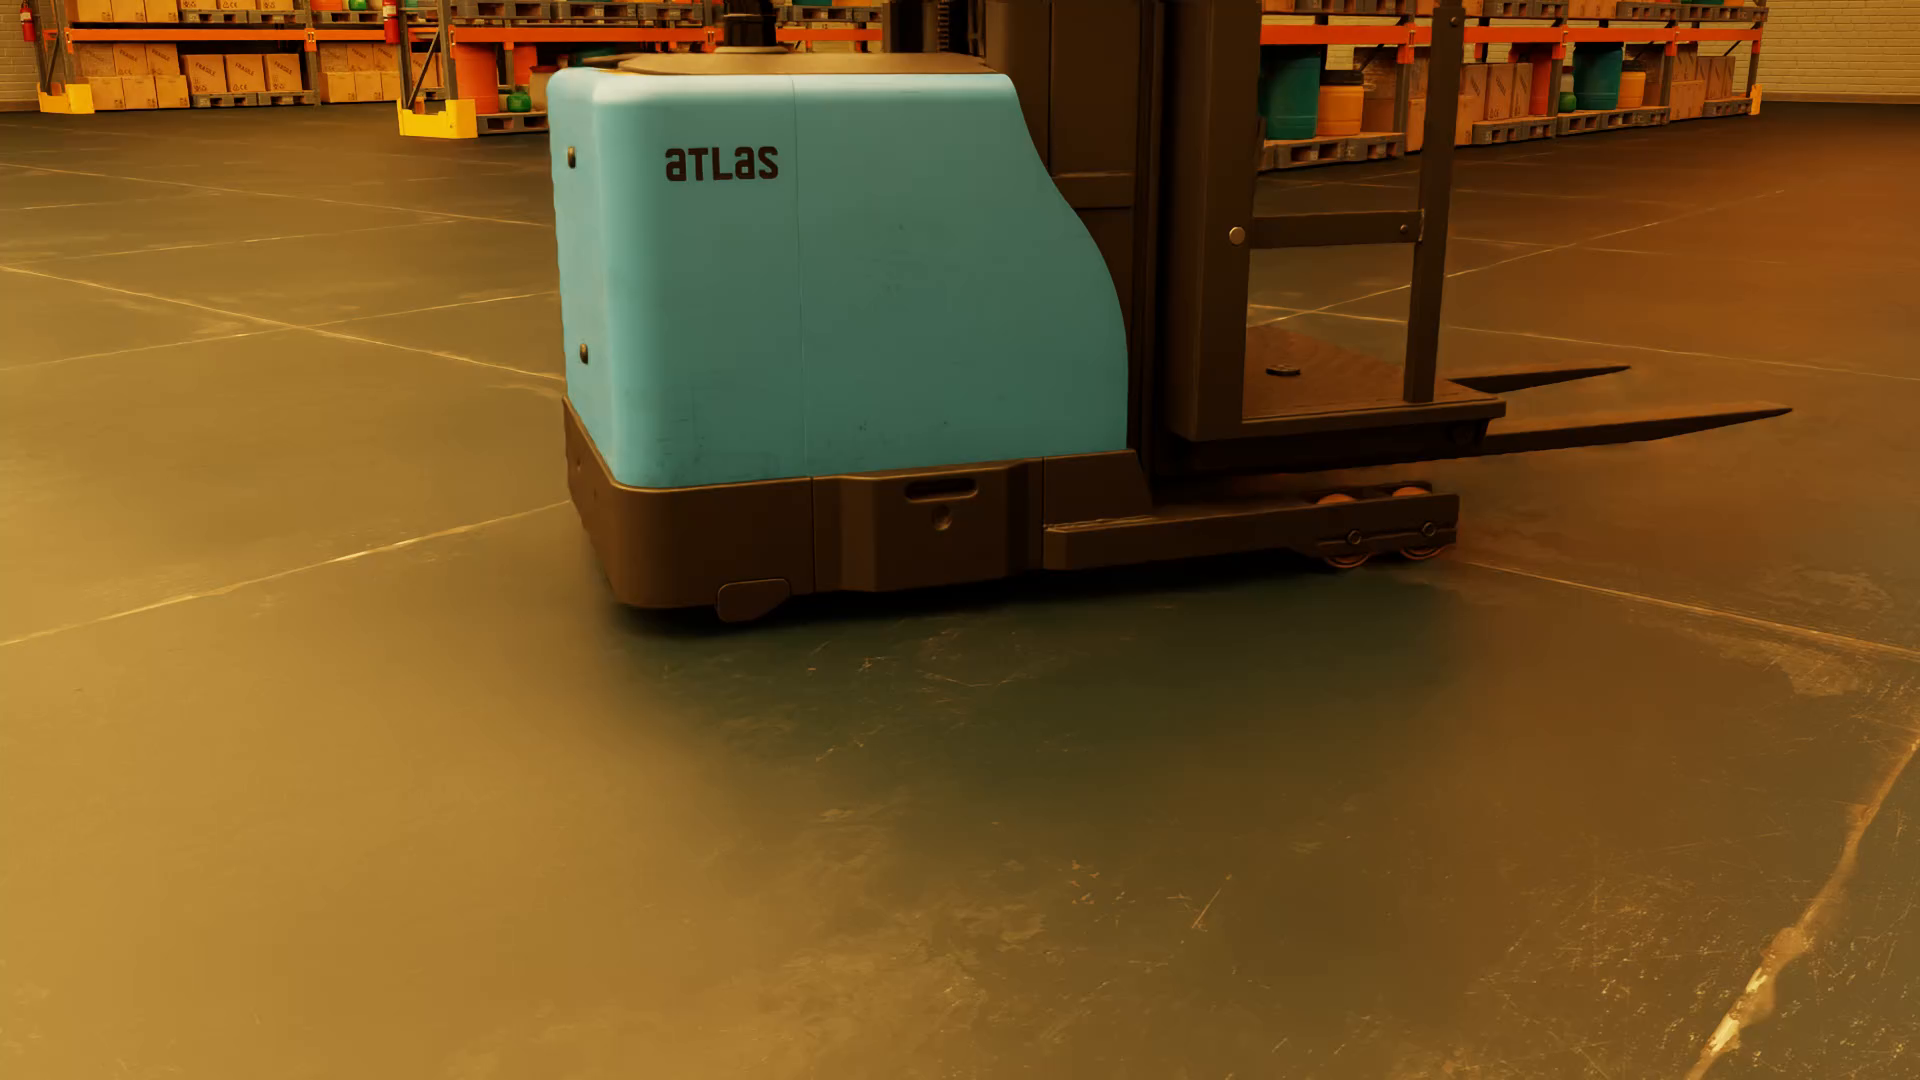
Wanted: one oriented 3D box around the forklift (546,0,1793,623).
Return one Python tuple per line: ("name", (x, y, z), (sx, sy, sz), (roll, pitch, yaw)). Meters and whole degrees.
("forklift", (0.612, -1.477, 3.761), (3.031, 2.935, 1.130), (-6, 18, -18))
